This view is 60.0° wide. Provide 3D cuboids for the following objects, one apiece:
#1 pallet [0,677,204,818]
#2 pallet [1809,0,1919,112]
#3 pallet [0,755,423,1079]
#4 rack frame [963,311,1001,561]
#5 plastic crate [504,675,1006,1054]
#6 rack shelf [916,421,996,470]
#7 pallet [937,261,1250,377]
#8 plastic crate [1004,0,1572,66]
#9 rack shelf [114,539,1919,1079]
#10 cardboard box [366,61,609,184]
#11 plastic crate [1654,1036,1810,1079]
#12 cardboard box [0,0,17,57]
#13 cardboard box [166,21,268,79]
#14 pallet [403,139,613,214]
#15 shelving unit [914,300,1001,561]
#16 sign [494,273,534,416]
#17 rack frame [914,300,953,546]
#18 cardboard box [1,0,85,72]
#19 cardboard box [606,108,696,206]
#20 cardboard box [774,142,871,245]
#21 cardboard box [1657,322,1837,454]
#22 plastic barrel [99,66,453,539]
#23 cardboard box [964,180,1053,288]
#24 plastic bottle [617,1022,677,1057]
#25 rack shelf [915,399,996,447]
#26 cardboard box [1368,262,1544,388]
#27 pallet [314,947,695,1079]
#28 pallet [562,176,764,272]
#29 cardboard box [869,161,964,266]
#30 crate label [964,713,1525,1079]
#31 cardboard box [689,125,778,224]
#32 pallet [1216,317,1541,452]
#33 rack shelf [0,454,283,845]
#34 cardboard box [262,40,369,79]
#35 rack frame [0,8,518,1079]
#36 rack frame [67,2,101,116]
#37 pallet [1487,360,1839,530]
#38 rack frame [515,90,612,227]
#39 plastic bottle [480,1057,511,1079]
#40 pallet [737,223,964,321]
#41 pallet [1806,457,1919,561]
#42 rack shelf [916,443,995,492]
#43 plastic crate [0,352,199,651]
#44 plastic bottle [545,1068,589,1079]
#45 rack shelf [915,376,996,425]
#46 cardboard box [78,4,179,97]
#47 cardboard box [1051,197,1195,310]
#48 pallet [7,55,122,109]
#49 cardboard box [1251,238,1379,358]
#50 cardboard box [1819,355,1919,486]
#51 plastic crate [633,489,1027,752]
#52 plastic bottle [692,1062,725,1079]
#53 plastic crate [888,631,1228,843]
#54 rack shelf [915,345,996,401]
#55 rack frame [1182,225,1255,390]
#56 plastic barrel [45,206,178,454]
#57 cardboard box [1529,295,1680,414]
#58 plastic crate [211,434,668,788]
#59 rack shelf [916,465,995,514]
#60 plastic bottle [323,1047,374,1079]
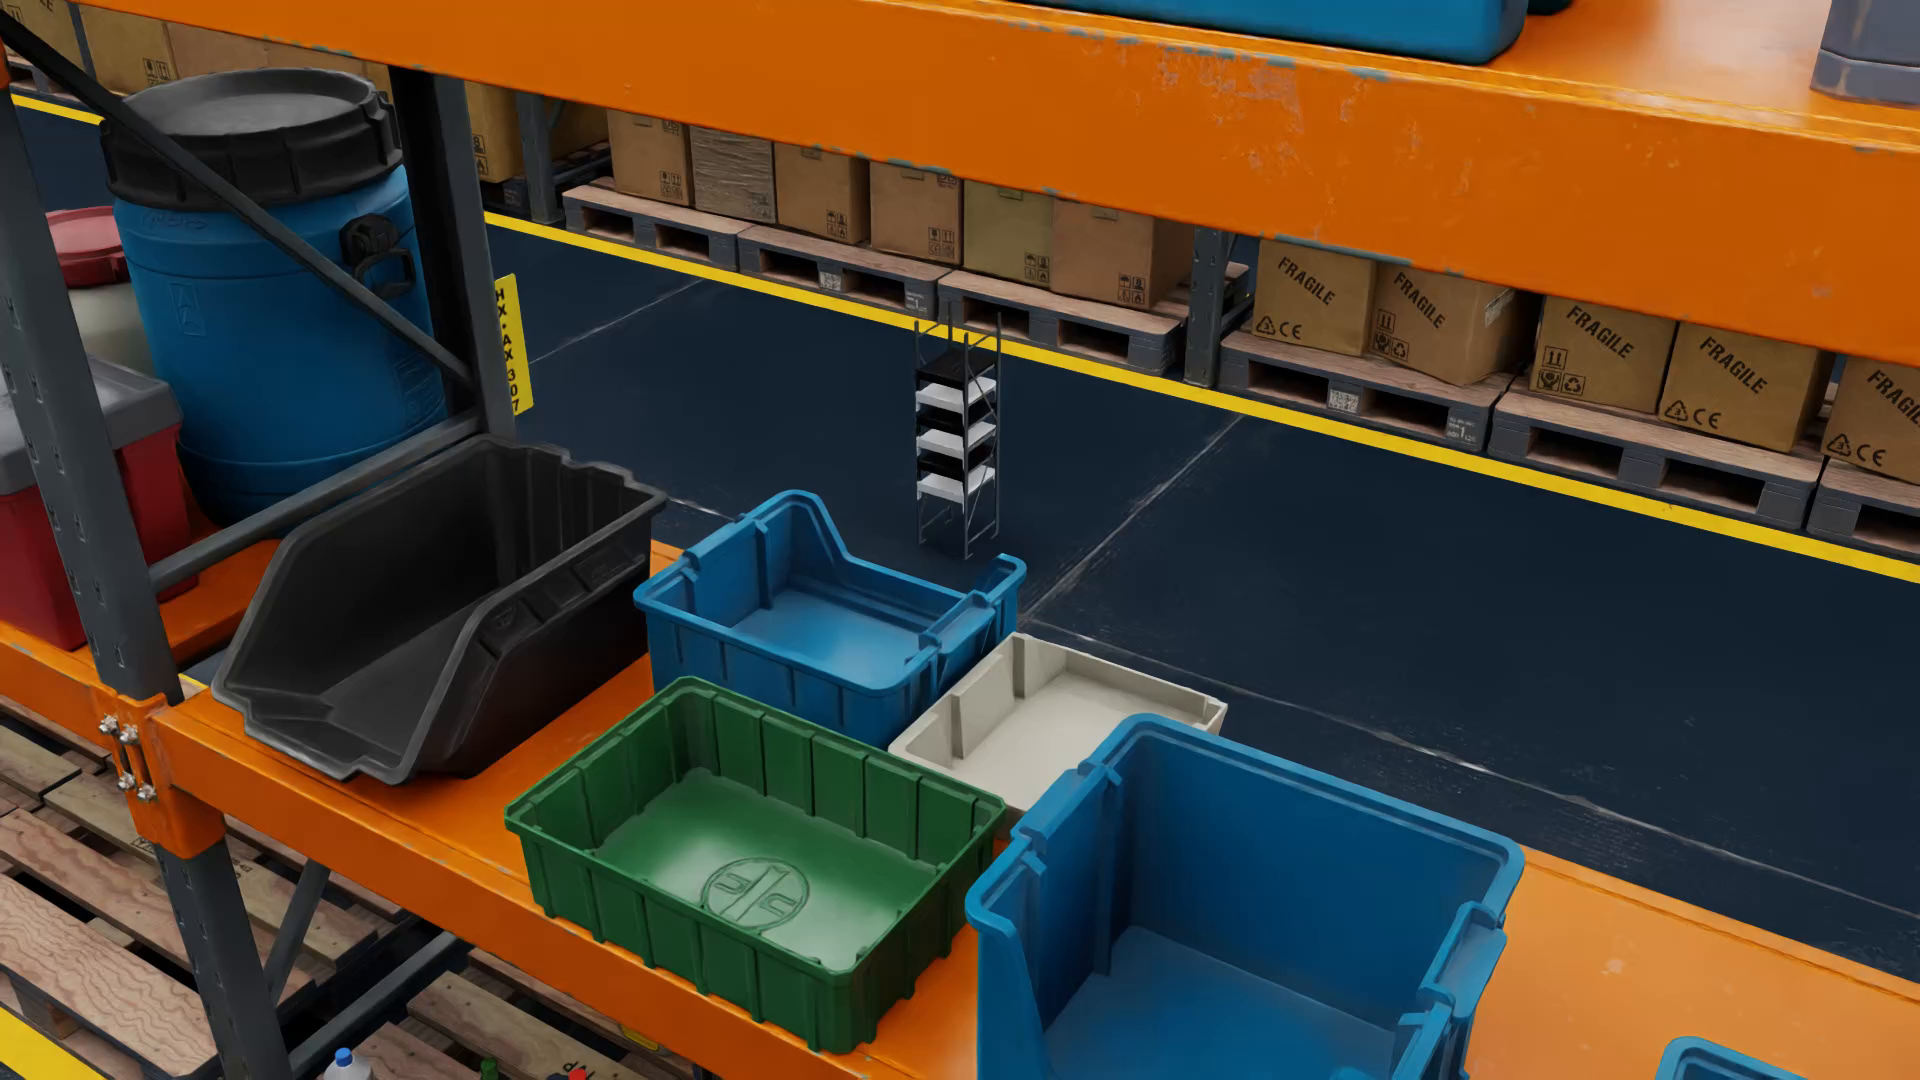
[{"bbox_3d":[-3.042,0.605,5.003,1.213,0.211,1.003,18,35,27],"label":"pallet"},{"bbox_3d":[1.421,-0.485,1.315,1.213,0.211,1.003,18,35,27],"label":"pallet"},{"bbox_3d":[-2.004,0.931,4.444,1.213,0.211,1.003,18,35,27],"label":"pallet"},{"bbox_3d":[0.079,-0.364,5.980,0.006,0.900,0.240,18,35,27],"label":"rack frame"},{"bbox_3d":[-0.319,0.496,2.633,0.662,0.188,0.450,18,35,27],"label":"plastic crate"},{"bbox_3d":[-0.007,-0.362,6.044,0.200,0.077,0.258,18,35,27],"label":"rack shelf"},{"bbox_3d":[0.655,-1.197,8.092,1.213,0.211,1.003,18,35,27],"label":"pallet"},{"bbox_3d":[0.294,-0.679,1.476,0.575,0.384,0.392,18,35,27],"label":"plastic crate"},{"bbox_3d":[0.376,0.767,2.672,4.000,0.370,1.077,18,35,27],"label":"rack shelf"},{"bbox_3d":[-2.646,-2.722,9.631,0.875,0.875,1.225,16,34,25],"label":"cardboard box"},{"bbox_3d":[0.940,0.874,1.923,0.408,0.251,0.499,18,35,27],"label":"plastic crate"},{"bbox_3d":[-6.740,-4.052,11.911,0.875,0.875,0.875,18,35,27],"label":"cardboard box"},{"bbox_3d":[-4.151,-3.198,10.447,0.875,0.875,1.225,16,34,26],"label":"cardboard box"},{"bbox_3d":[-2.701,-2.304,9.989,1.213,0.211,1.003,18,35,27],"label":"pallet"},{"bbox_3d":[-0.007,-0.391,6.027,0.210,0.900,0.258,18,35,27],"label":"shelving unit"},{"bbox_3d":[-1.016,-0.431,3.737,0.005,0.325,0.100,18,35,27],"label":"sign"},{"bbox_3d":[-0.093,-0.418,6.074,0.006,0.900,0.240,18,35,27],"label":"rack frame"},{"bbox_3d":[-5.977,-3.811,11.497,0.875,0.875,0.875,18,35,27],"label":"cardboard box"},{"bbox_3d":[-1.495,-2.204,9.095,0.500,0.500,0.700,16,34,25],"label":"cardboard box"},{"bbox_3d":[-0.534,-1.912,8.595,0.500,0.500,0.700,21,36,31],"label":"cardboard box"},{"bbox_3d":[3.138,-0.719,6.570,0.500,0.500,0.500,21,36,32],"label":"cardboard box"},{"bbox_3d":[-1.484,-0.528,3.682,0.708,0.901,0.600,18,35,27],"label":"plastic barrel"},{"bbox_3d":[0.412,-1.613,8.082,0.500,0.500,0.700,17,34,27],"label":"cardboard box"},{"bbox_3d":[-0.696,0.986,3.775,0.185,0.351,0.144,18,35,27],"label":"plastic bottle"},{"bbox_3d":[-0.007,-0.440,5.998,0.200,0.077,0.258,18,35,27],"label":"rack shelf"},{"bbox_3d":[2.122,-1.020,7.086,0.500,0.500,0.500,-23,37,-33],"label":"cardboard box"},{"bbox_3d":[-0.772,1.323,3.773,1.213,0.211,1.003,18,35,27],"label":"pallet"},{"bbox_3d":[-1.412,-1.850,9.212,1.213,0.211,1.003,18,35,27],"label":"pallet"},{"bbox_3d":[-0.062,-1.763,8.339,0.500,0.500,0.700,14,33,23],"label":"cardboard box"},{"bbox_3d":[0.367,0.599,2.211,0.616,0.435,0.502,18,35,27],"label":"crate label"},{"bbox_3d":[-1.018,-2.061,8.850,0.500,0.500,0.700,15,33,23],"label":"cardboard box"},{"bbox_3d":[1.902,-0.824,7.453,1.213,0.211,1.003,18,35,27],"label":"pallet"},{"bbox_3d":[-3.012,-0.304,4.509,4.000,0.370,1.077,18,35,27],"label":"rack shelf"},{"bbox_3d":[-3.397,-2.964,10.046,0.875,0.875,1.225,18,35,27],"label":"cardboard box"},{"bbox_3d":[-1.318,-0.079,3.409,0.127,3.000,1.000,18,35,27],"label":"rack frame"},{"bbox_3d":[-5.461,-4.336,10.706,0.127,3.000,1.000,18,35,27],"label":"rack frame"},{"bbox_3d":[2.940,-0.497,6.893,1.213,0.211,1.003,18,35,27],"label":"pallet"},{"bbox_3d":[-2.073,-3.265,8.869,0.127,3.000,1.000,18,35,27],"label":"rack frame"},{"bbox_3d":[-0.937,1.206,3.465,0.133,0.283,0.061,18,35,27],"label":"plastic bottle"},{"bbox_3d":[-0.383,-1.523,8.651,1.213,0.211,1.003,18,35,27],"label":"pallet"},{"bbox_3d":[3.969,-0.170,6.332,1.213,0.211,1.003,18,35,27],"label":"pallet"},{"bbox_3d":[-0.007,-0.284,6.089,0.200,0.077,0.258,18,35,27],"label":"rack shelf"},{"bbox_3d":[-1.891,-0.106,3.391,0.583,0.464,0.402,18,35,27],"label":"plastic crate"},{"bbox_3d":[-0.779,1.207,3.397,0.185,0.351,0.144,18,35,27],"label":"plastic bottle"},{"bbox_3d":[-0.007,-0.518,5.953,0.200,0.077,0.258,18,35,27],"label":"rack shelf"},{"bbox_3d":[-4.908,-3.437,10.856,0.875,0.875,1.225,18,35,27],"label":"cardboard box"},{"bbox_3d":[0.806,-1.477,7.849,0.500,0.500,0.700,15,33,24],"label":"cardboard box"},{"bbox_3d":[-6.063,-3.369,11.815,1.213,0.211,1.003,18,35,27],"label":"pallet"},{"bbox_3d":[1.632,-1.171,7.344,0.500,0.500,0.500,16,34,26],"label":"cardboard box"},{"bbox_3d":[3.658,-0.543,6.268,0.500,0.500,0.500,-25,38,-36],"label":"cardboard box"},{"bbox_3d":[-0.237,0.166,3.137,0.616,0.251,0.499,18,35,27],"label":"plastic crate"},{"bbox_3d":[-0.515,1.078,3.692,0.135,0.276,0.152,18,35,27],"label":"plastic bottle"},{"bbox_3d":[0.192,0.362,2.915,0.437,0.136,0.530,18,35,27],"label":"plastic crate"},{"bbox_3d":[-0.007,-0.595,5.908,0.200,0.077,0.258,18,35,27],"label":"rack shelf"},{"bbox_3d":[1.315,-2.193,7.032,0.127,3.000,1.000,18,35,27],"label":"rack frame"},{"bbox_3d":[-2.012,-0.488,3.975,0.433,0.535,0.433,0,30,0],"label":"plastic barrel"},{"bbox_3d":[2.689,-0.888,6.859,0.500,0.500,0.500,14,33,23],"label":"cardboard box"},{"bbox_3d":[-0.942,0.142,3.091,0.504,0.338,0.767,18,35,27],"label":"plastic crate"},{"bbox_3d":[-0.007,-0.207,6.134,0.200,0.077,0.258,18,35,27],"label":"rack shelf"},{"bbox_3d":[-1.281,1.182,3.519,0.097,0.271,0.097,0,30,0],"label":"plastic bottle"}]
